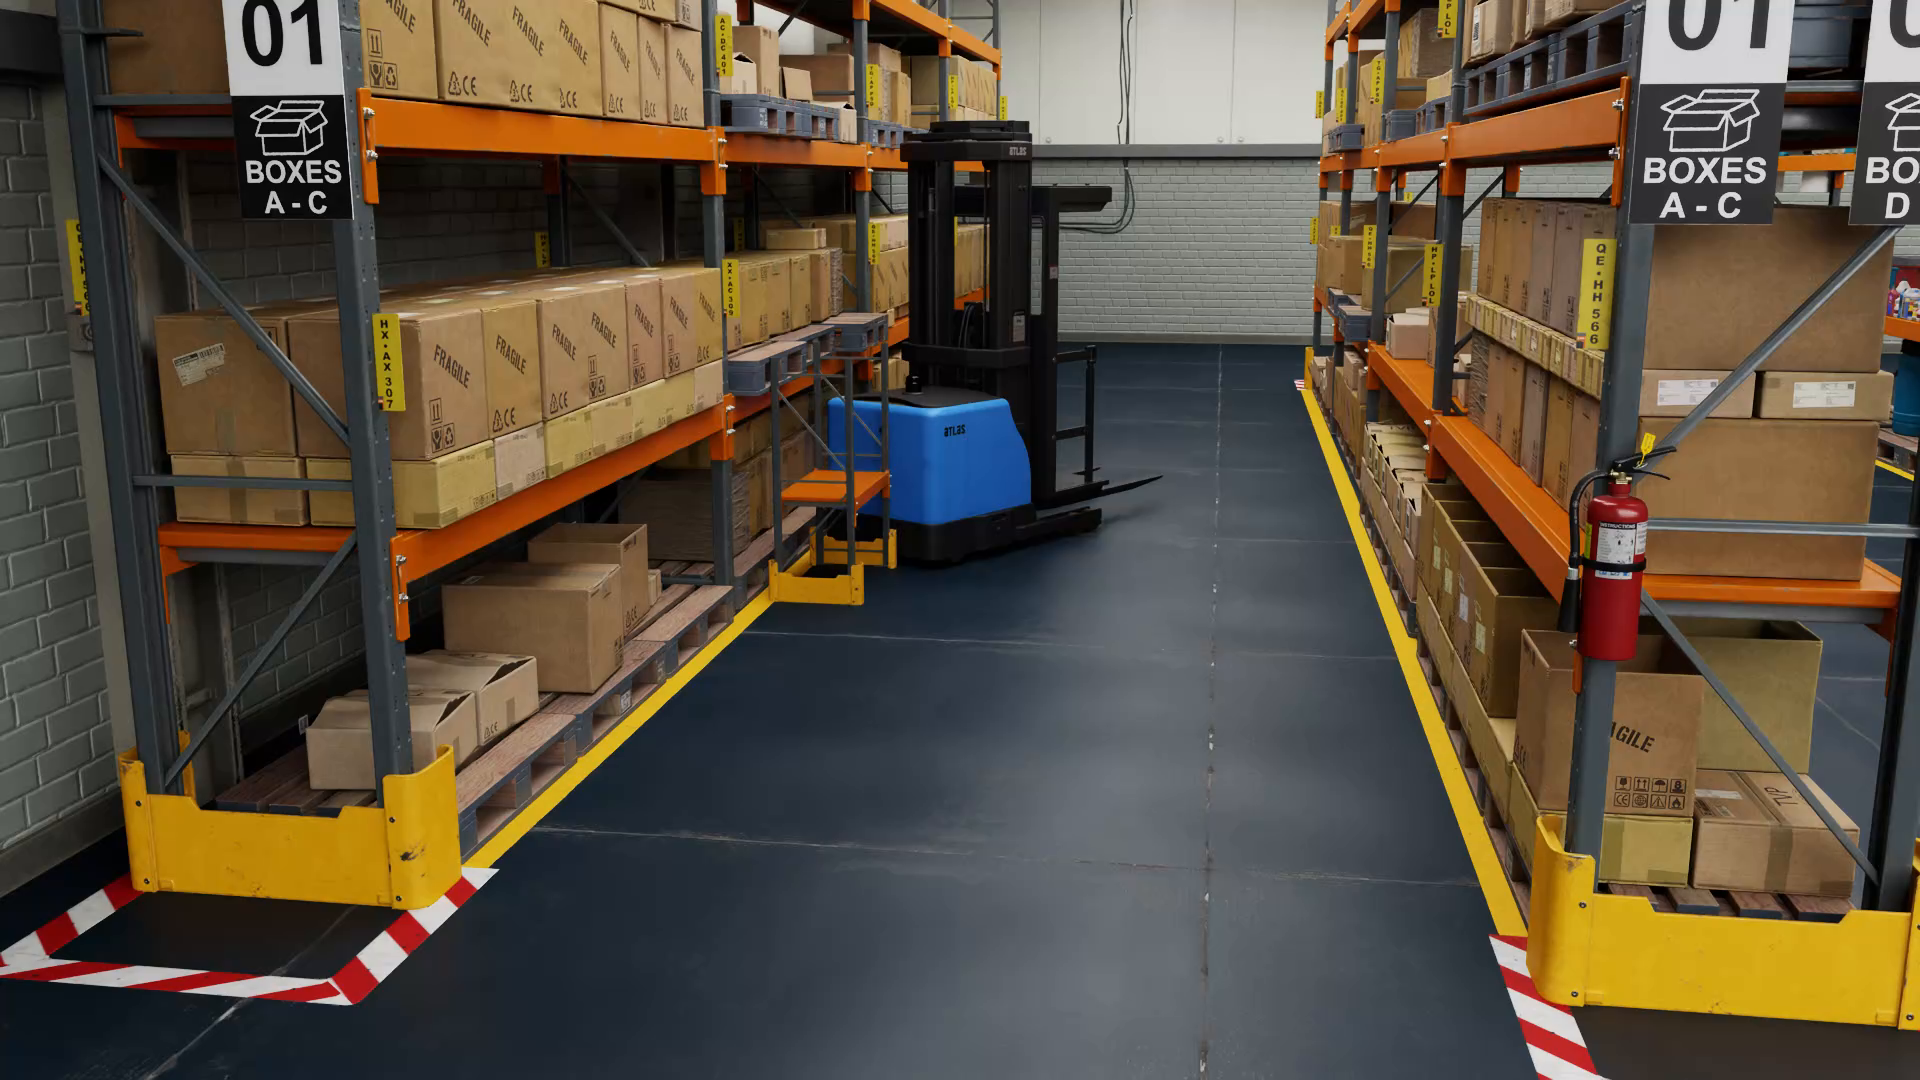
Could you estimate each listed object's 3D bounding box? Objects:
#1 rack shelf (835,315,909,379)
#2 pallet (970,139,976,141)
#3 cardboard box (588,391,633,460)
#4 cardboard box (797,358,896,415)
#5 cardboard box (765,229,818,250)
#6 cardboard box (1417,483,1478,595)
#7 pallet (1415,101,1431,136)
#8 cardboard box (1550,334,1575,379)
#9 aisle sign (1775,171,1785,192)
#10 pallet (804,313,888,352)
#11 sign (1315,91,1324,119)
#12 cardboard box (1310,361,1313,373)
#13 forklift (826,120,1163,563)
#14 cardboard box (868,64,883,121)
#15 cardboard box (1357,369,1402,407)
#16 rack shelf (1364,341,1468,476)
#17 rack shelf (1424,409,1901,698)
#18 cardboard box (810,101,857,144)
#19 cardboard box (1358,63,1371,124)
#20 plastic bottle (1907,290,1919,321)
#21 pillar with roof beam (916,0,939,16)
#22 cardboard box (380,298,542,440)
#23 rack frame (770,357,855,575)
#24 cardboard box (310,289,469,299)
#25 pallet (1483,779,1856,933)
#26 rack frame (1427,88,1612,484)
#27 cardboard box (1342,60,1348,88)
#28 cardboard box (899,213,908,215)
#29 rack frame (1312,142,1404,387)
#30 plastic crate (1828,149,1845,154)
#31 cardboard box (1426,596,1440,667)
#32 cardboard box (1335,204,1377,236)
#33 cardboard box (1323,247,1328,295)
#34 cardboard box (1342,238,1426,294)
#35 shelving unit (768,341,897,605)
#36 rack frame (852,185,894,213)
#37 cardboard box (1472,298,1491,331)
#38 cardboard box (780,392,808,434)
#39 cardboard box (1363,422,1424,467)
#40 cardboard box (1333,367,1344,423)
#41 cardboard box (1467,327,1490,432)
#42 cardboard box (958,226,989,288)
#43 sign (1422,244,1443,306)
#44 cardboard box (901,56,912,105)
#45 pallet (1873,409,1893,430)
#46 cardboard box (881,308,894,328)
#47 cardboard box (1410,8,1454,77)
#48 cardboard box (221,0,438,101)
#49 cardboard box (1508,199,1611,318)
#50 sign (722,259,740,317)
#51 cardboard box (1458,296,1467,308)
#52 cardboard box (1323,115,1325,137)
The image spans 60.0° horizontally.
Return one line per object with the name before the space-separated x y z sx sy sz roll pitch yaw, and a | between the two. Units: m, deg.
rack shelf | -0.920 -1.921 15.492 1.077 0.370 4.000 2 12 9
pallet | -0.286 -4.535 19.006 1.003 0.211 1.213 2 12 9
cardboard box | -1.839 -0.538 7.677 0.500 0.250 0.500 2 12 9
cardboard box | -0.985 -1.159 14.358 0.750 0.750 0.750 2 12 8
cardboard box | -1.286 -2.297 12.709 0.380 0.149 0.250 0 12 -1
cardboard box | 2.672 -0.005 8.645 0.500 0.500 0.500 2 12 9
pallet | 3.483 -2.693 10.698 1.003 0.211 1.213 2 12 11
cardboard box | 2.467 -0.697 6.331 0.380 0.149 0.250 2 12 10
aisle sign | 9.510 -4.496 19.563 0.394 0.787 0.004 2 12 9
pallet | -1.232 -1.610 12.801 1.213 0.211 1.003 2 12 9
sign | 4.362 -5.273 20.144 0.100 0.325 0.005 2 12 9
cardboard box | 4.494 -2.107 20.372 0.380 0.149 0.250 2 12 9
forklift | 0.400 -1.533 12.150 1.130 2.935 3.031 10 16 39
cardboard box | -1.082 -3.916 14.641 0.700 0.500 0.500 3 12 12
cardboard box | 3.584 -1.270 13.875 0.500 0.250 0.500 2 12 11
rack shelf | 3.360 -0.928 10.888 1.077 0.370 4.000 2 12 9
rack shelf | 2.745 -0.095 7.024 1.077 0.370 4.000 2 12 9
cardboard box | -1.071 -3.130 12.440 0.500 0.311 0.500 2 12 9
cardboard box | 4.133 -4.196 15.751 0.600 0.600 0.600 1 12 3
plastic bottle | 8.628 -2.121 15.021 0.097 0.271 0.097 0 12 0
pillar with roof beam | 3.817 -6.904 22.671 9.100 9.000 0.400 2 12 9
cardboard box | -2.001 -0.686 6.584 0.500 0.500 0.500 2 12 9
rack frame | -0.886 -0.349 10.055 0.500 1.500 0.032 2 12 9
cardboard box | -2.433 -0.811 7.164 0.500 0.500 0.500 2 12 7
pallet | 2.514 1.172 6.055 1.003 0.211 1.213 2 12 9
rack frame | 3.053 -0.863 8.880 1.000 3.000 0.127 2 12 9
cardboard box | 4.535 -4.948 18.102 0.700 0.500 0.500 2 12 9
cardboard box | -0.431 -3.154 16.736 0.500 0.250 0.500 2 12 10
rack frame | 4.898 -3.361 20.471 1.000 3.000 0.127 2 12 9
plastic crate | 8.997 -3.982 16.856 0.293 0.136 0.466 2 12 9
cardboard box | 2.600 0.466 8.241 0.500 0.250 0.500 2 12 9
cardboard box | 4.105 -3.180 17.019 0.500 0.500 0.500 2 12 9
cardboard box | 4.337 -3.011 18.605 0.500 0.500 0.500 2 12 9
cardboard box | 3.946 -2.546 15.455 0.700 0.500 0.500 4 13 18
shelving unit | -0.800 -0.457 10.554 0.587 1.500 1.083 2 12 9
rack frame | -0.612 -2.689 17.348 1.000 3.000 0.127 2 12 9
cardboard box | 2.782 -1.128 8.328 0.380 0.149 0.250 2 12 9
cardboard box | -1.436 -0.947 12.378 0.500 0.250 0.500 2 12 10
cardboard box | 3.297 -0.732 12.468 0.500 0.311 0.500 2 12 11
cardboard box | 3.968 -1.429 16.394 0.500 0.500 0.500 1 12 6
cardboard box | 2.991 -0.820 8.440 0.700 0.500 0.500 2 12 7
cardboard box | -0.166 -3.410 19.982 0.980 0.700 0.700 2 12 8
sign | 2.515 -1.406 8.838 0.100 0.325 0.005 2 12 9
cardboard box | -0.735 -4.855 17.624 0.500 0.500 0.500 2 12 8
pallet | 9.252 -1.159 16.869 1.003 0.211 1.213 2 12 9
cardboard box | -0.776 -1.909 14.278 0.380 0.149 0.250 2 12 10
cardboard box | 3.741 -3.791 12.732 0.500 0.500 0.500 2 12 9
cardboard box | -2.159 -1.777 5.714 0.500 0.500 0.500 2 12 10
cardboard box | 2.837 -1.244 7.331 0.700 0.500 0.500 2 12 9
sign | -1.305 -1.430 9.456 0.100 0.325 0.005 2 12 9
cardboard box | 3.345 -1.286 10.601 0.500 0.500 0.500 2 12 9
cardboard box | 4.562 -4.900 19.661 0.500 0.250 0.500 2 12 9
